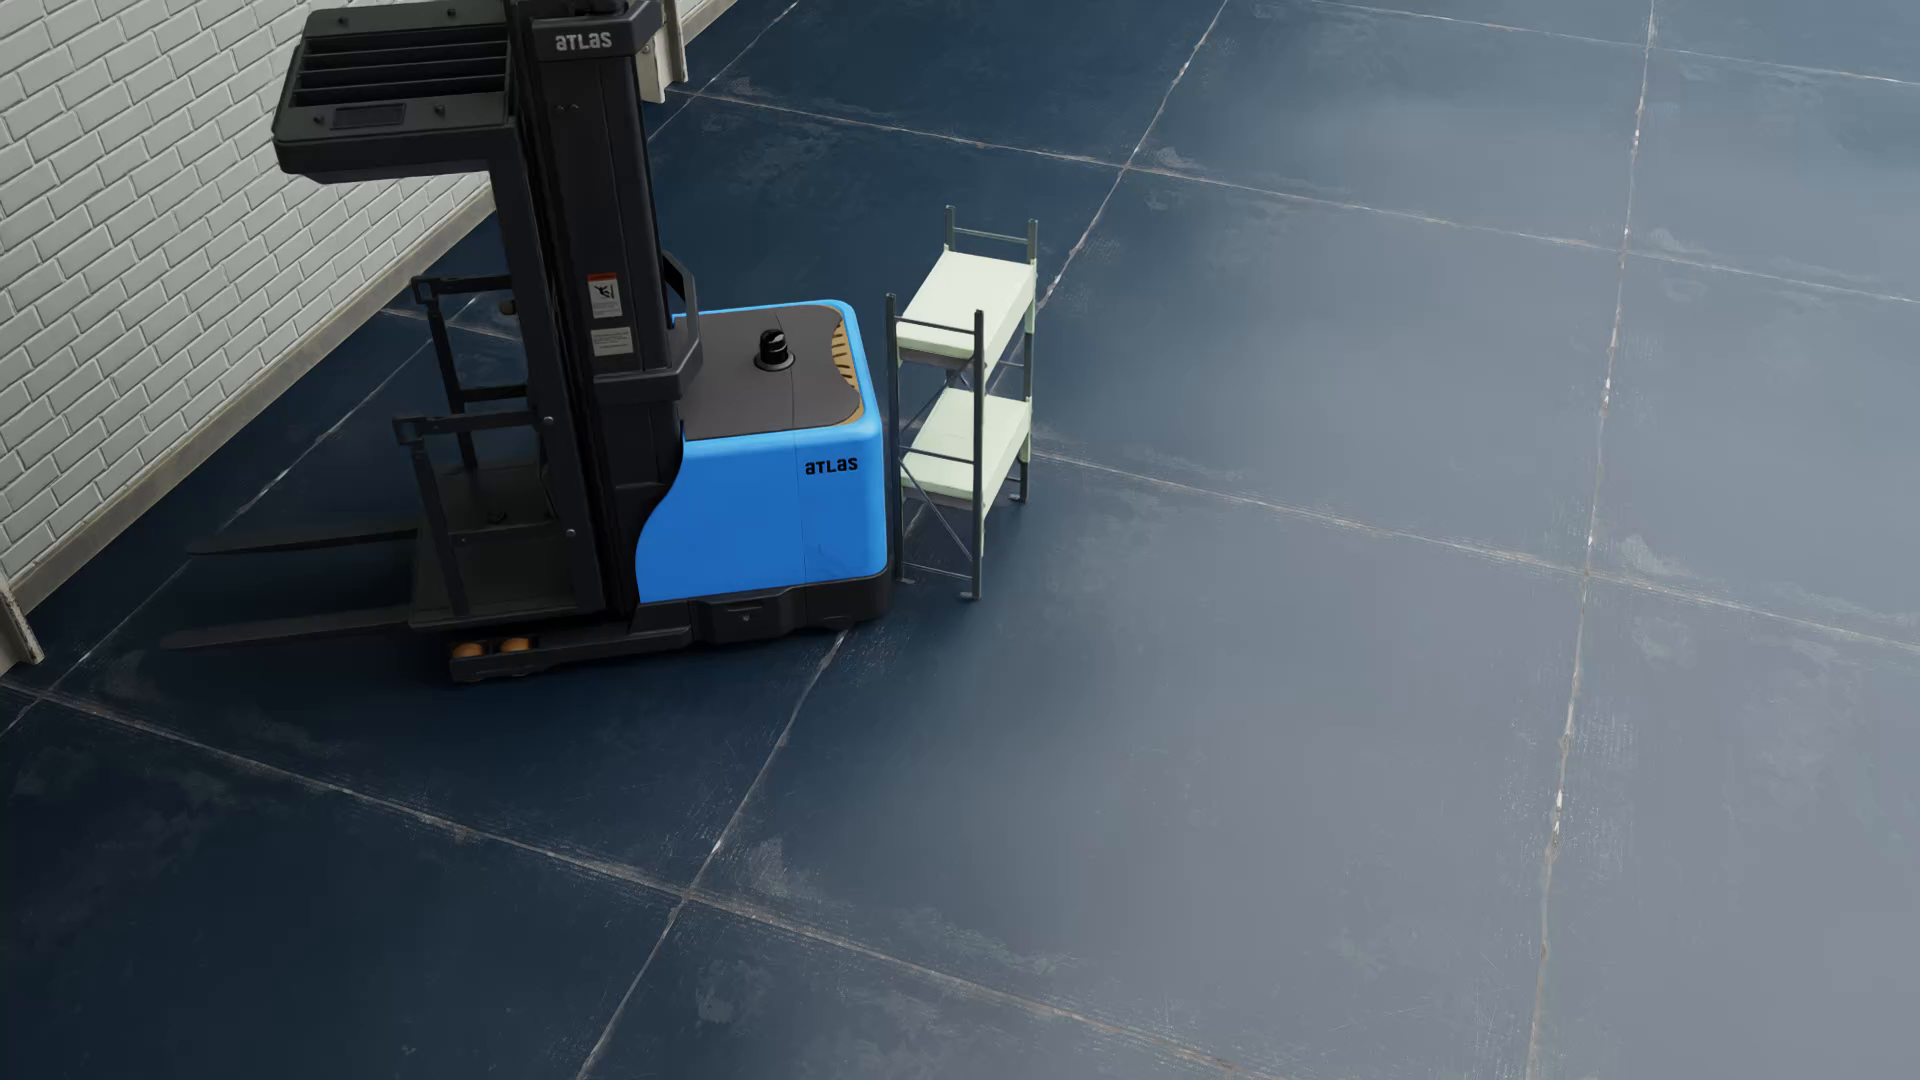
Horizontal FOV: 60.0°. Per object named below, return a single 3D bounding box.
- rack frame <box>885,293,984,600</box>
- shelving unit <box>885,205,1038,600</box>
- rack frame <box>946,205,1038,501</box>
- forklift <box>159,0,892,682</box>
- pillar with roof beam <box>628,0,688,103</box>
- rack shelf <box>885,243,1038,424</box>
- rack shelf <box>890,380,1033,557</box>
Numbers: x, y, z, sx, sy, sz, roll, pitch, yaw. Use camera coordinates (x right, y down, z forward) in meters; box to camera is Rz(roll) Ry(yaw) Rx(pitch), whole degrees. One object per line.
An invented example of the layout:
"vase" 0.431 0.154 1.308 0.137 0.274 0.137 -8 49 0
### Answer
"rack frame" -0.099 -0.352 6.960 0.400 1.500 0.023 12 42 14
"shelving unit" 0.016 -0.577 7.225 0.431 1.500 0.755 12 42 14
"rack frame" 0.132 -0.803 7.489 0.400 1.500 0.023 12 42 14
"forklift" -1.865 -0.889 6.488 3.031 2.935 1.130 -7 41 -8
"pillar with roof beam" 1.970 -5.544 7.268 9.100 9.000 0.400 13 42 15
"rack shelf" 0.016 -0.874 6.971 0.431 0.370 0.720 12 42 14
"rack shelf" 0.016 -0.329 7.436 0.431 0.370 0.720 12 42 14
